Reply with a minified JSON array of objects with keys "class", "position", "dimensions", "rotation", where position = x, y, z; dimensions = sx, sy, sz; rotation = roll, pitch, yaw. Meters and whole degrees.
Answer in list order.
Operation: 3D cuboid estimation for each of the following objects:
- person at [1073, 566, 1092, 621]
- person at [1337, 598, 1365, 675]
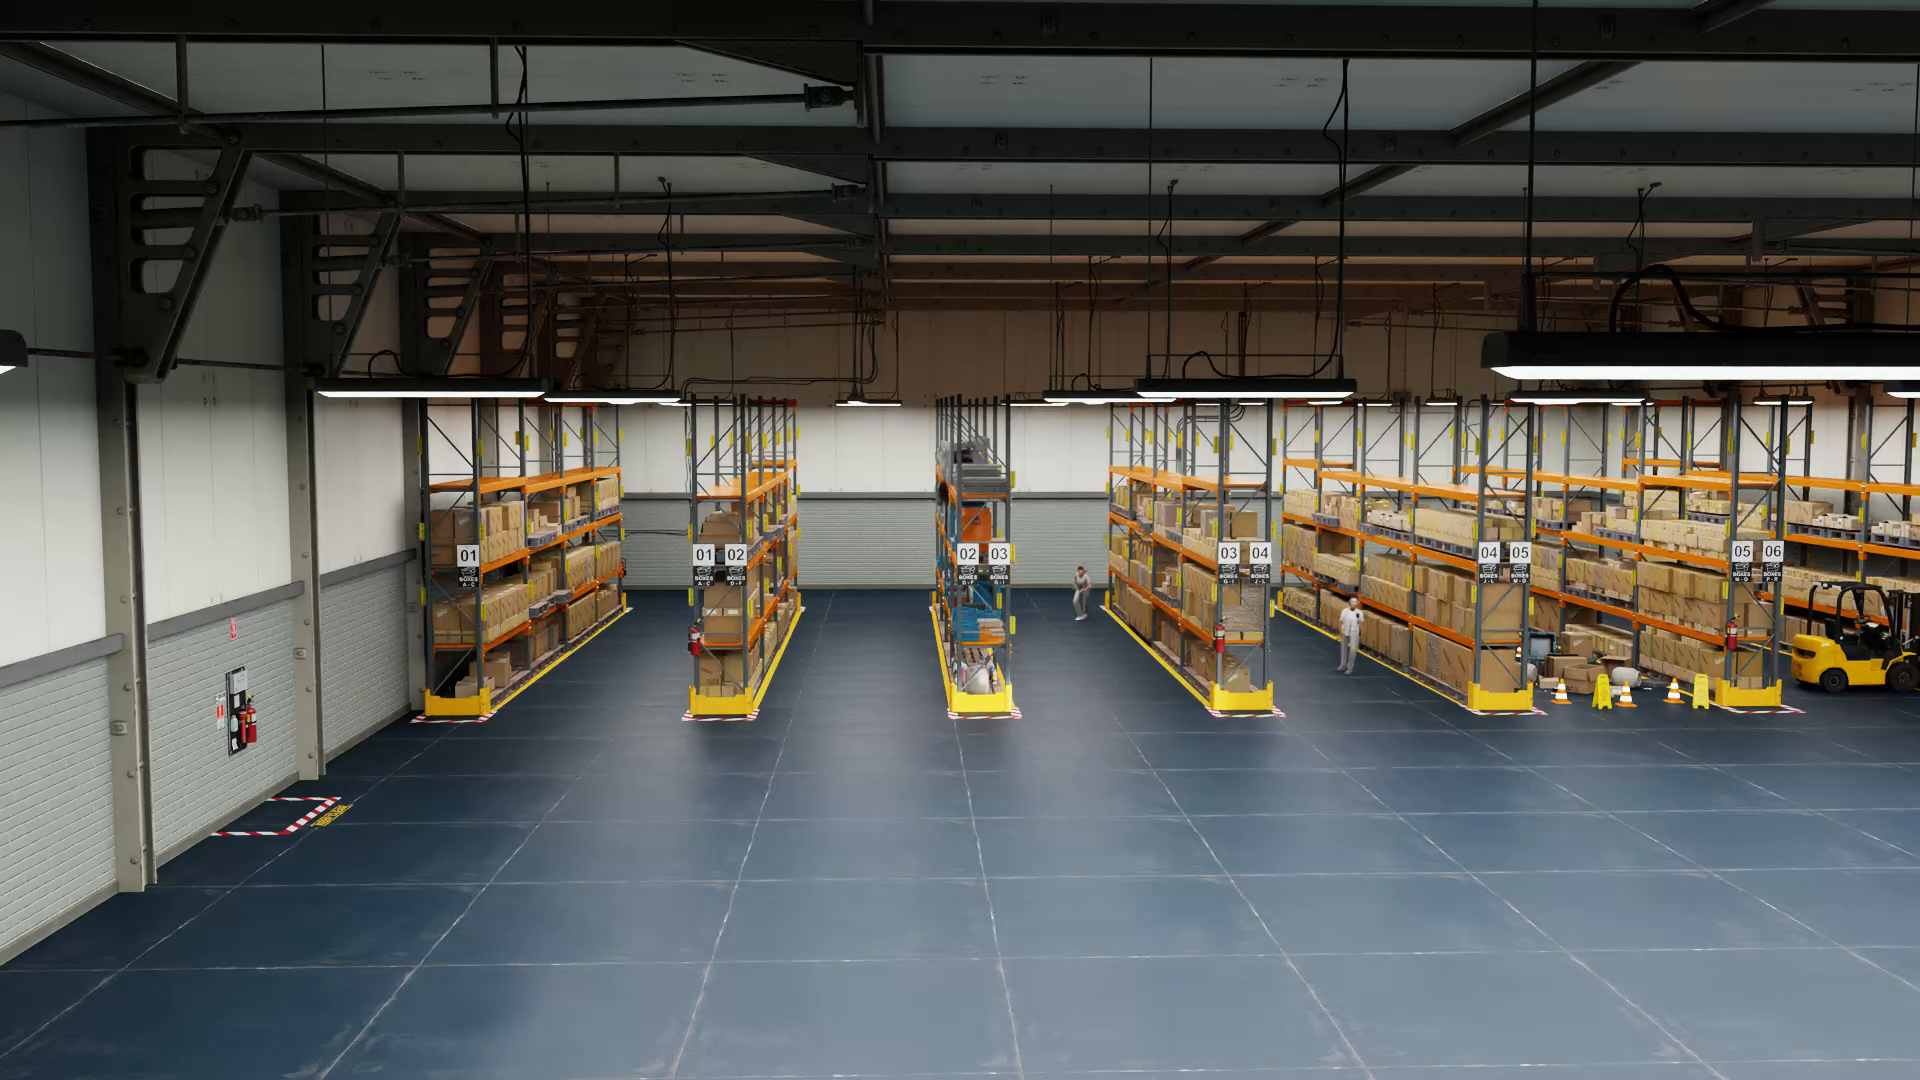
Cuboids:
[{"class":"person","position":[3.352,1.411,44.942],"dimensions":[0.584,1.491,1.023],"rotation":[2,5,22]},{"class":"person","position":[8.438,2.061,35.969],"dimensions":[0.574,1.644,0.710],"rotation":[2,5,23]}]
